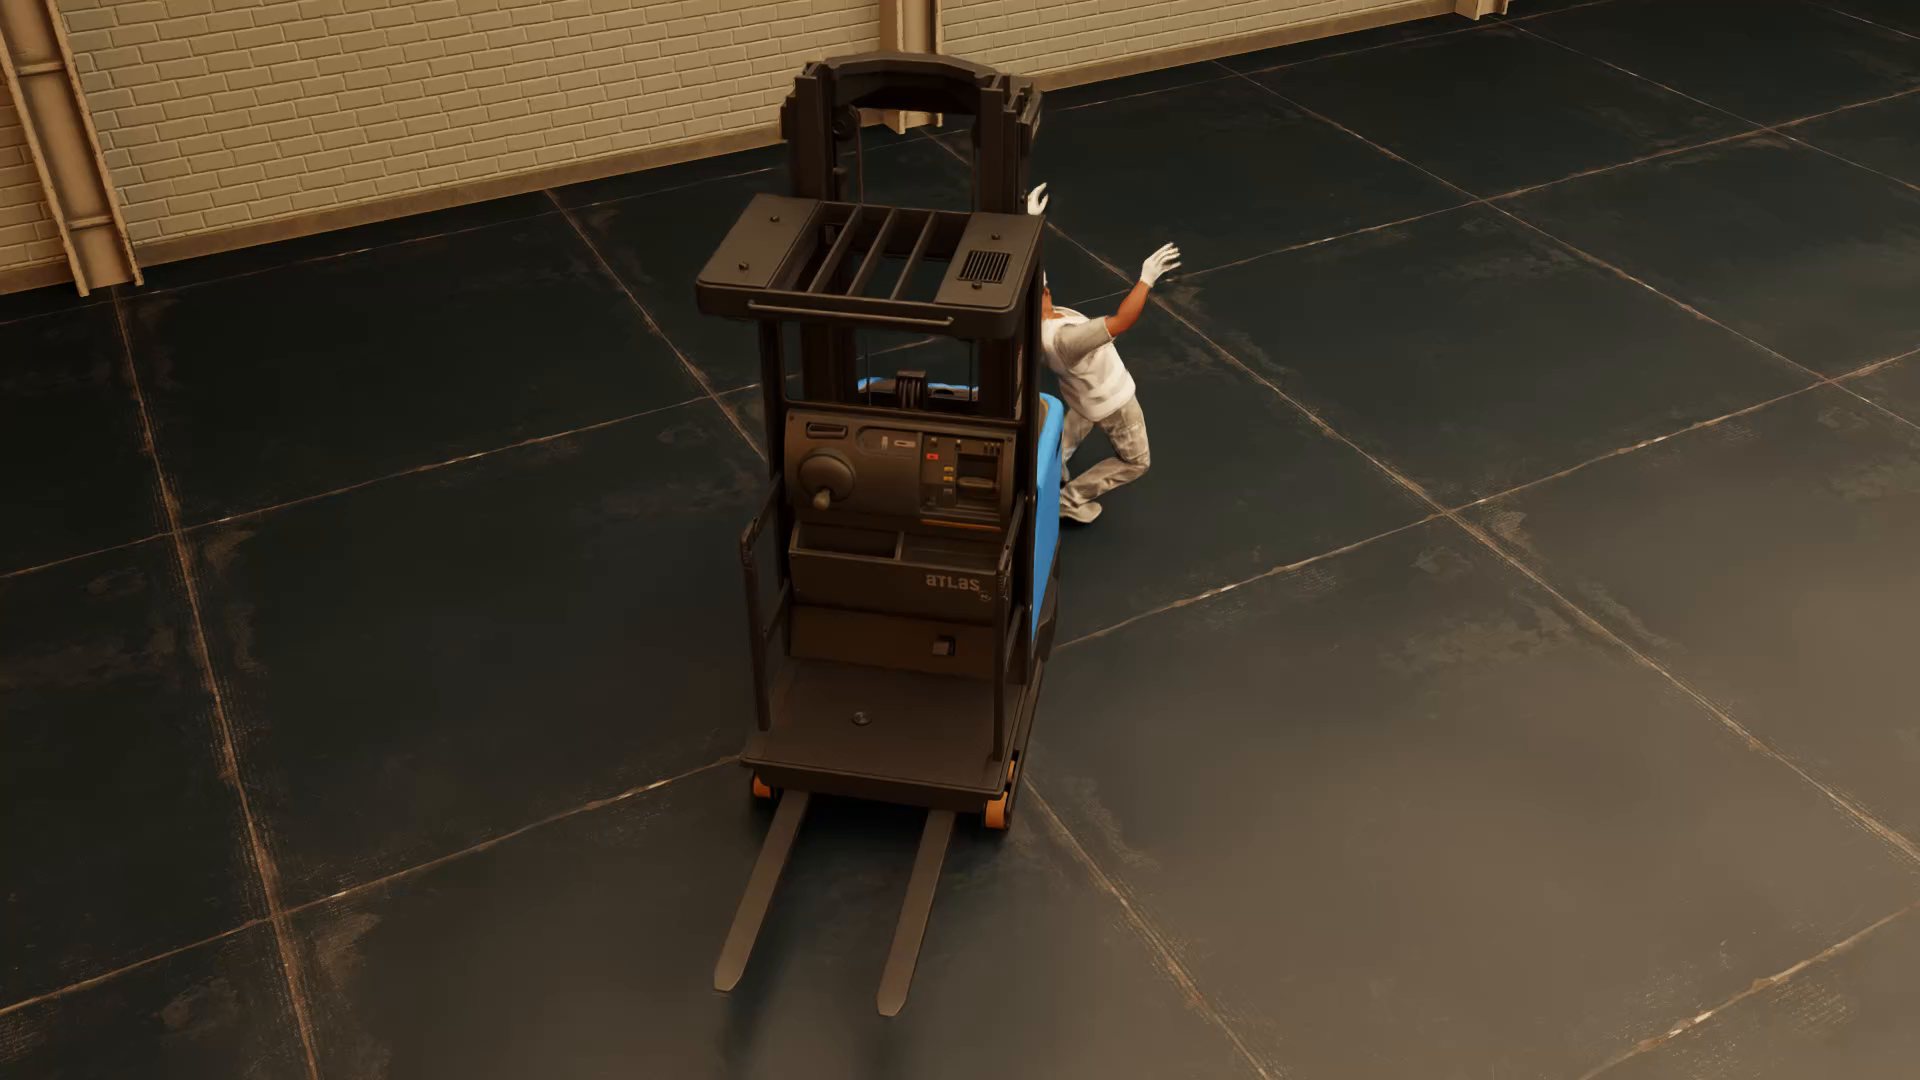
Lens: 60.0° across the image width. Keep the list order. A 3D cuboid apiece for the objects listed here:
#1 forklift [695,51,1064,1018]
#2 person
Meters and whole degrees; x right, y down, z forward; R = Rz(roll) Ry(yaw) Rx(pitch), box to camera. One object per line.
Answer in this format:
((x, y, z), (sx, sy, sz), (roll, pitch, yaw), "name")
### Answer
((-0.280, -0.220, 6.434), (1.130, 2.935, 3.031), (6, 36, 9), "forklift")
((0.560, -0.877, 8.483), (0.771, 1.650, 0.994), (-16, 38, -21), "person")
